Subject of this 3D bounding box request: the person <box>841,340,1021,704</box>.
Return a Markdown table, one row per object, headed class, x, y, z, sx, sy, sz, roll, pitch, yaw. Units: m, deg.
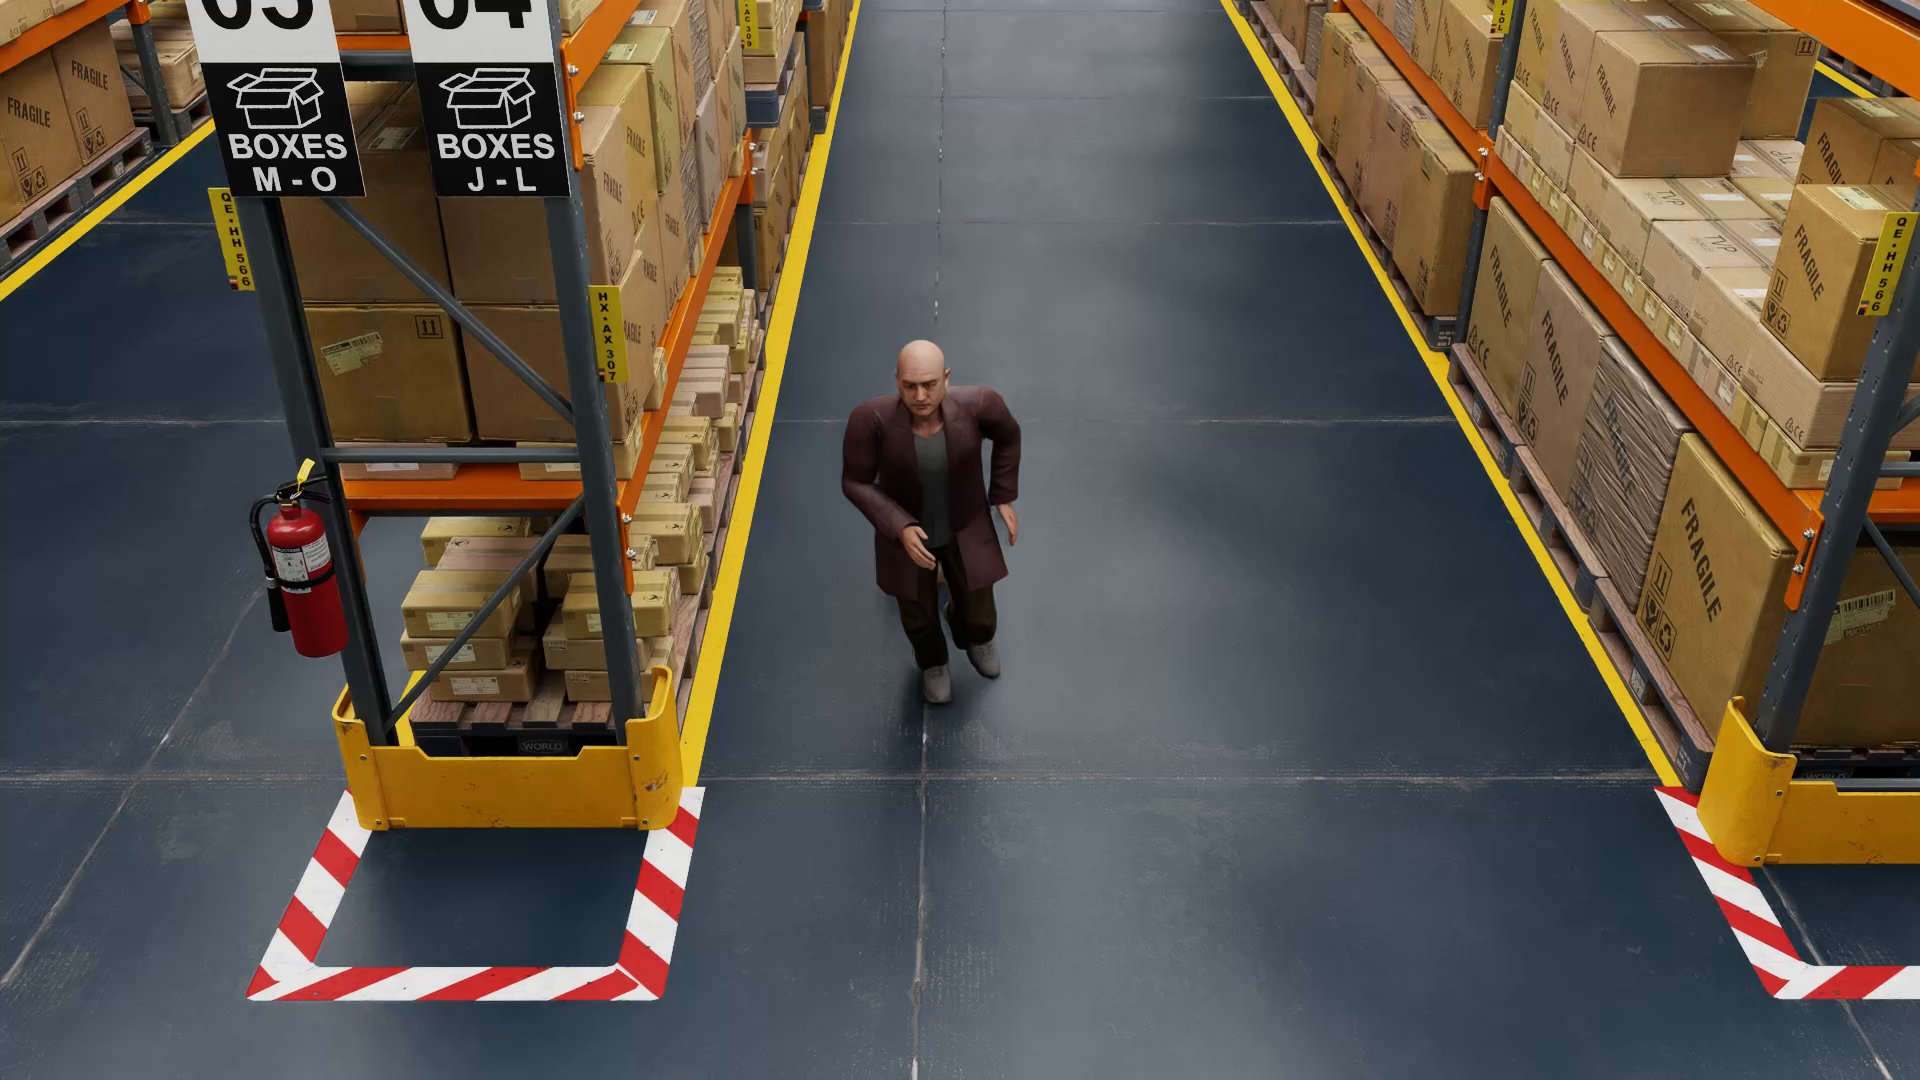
| class | x | y | z | sx | sy | sz | roll | pitch | yaw |
| --- | --- | --- | --- | --- | --- | --- | --- | --- | --- |
| person | -0.100 | -0.030 | 6.278 | 0.678 | 1.676 | 0.792 | -2 | 31 | -4 |
